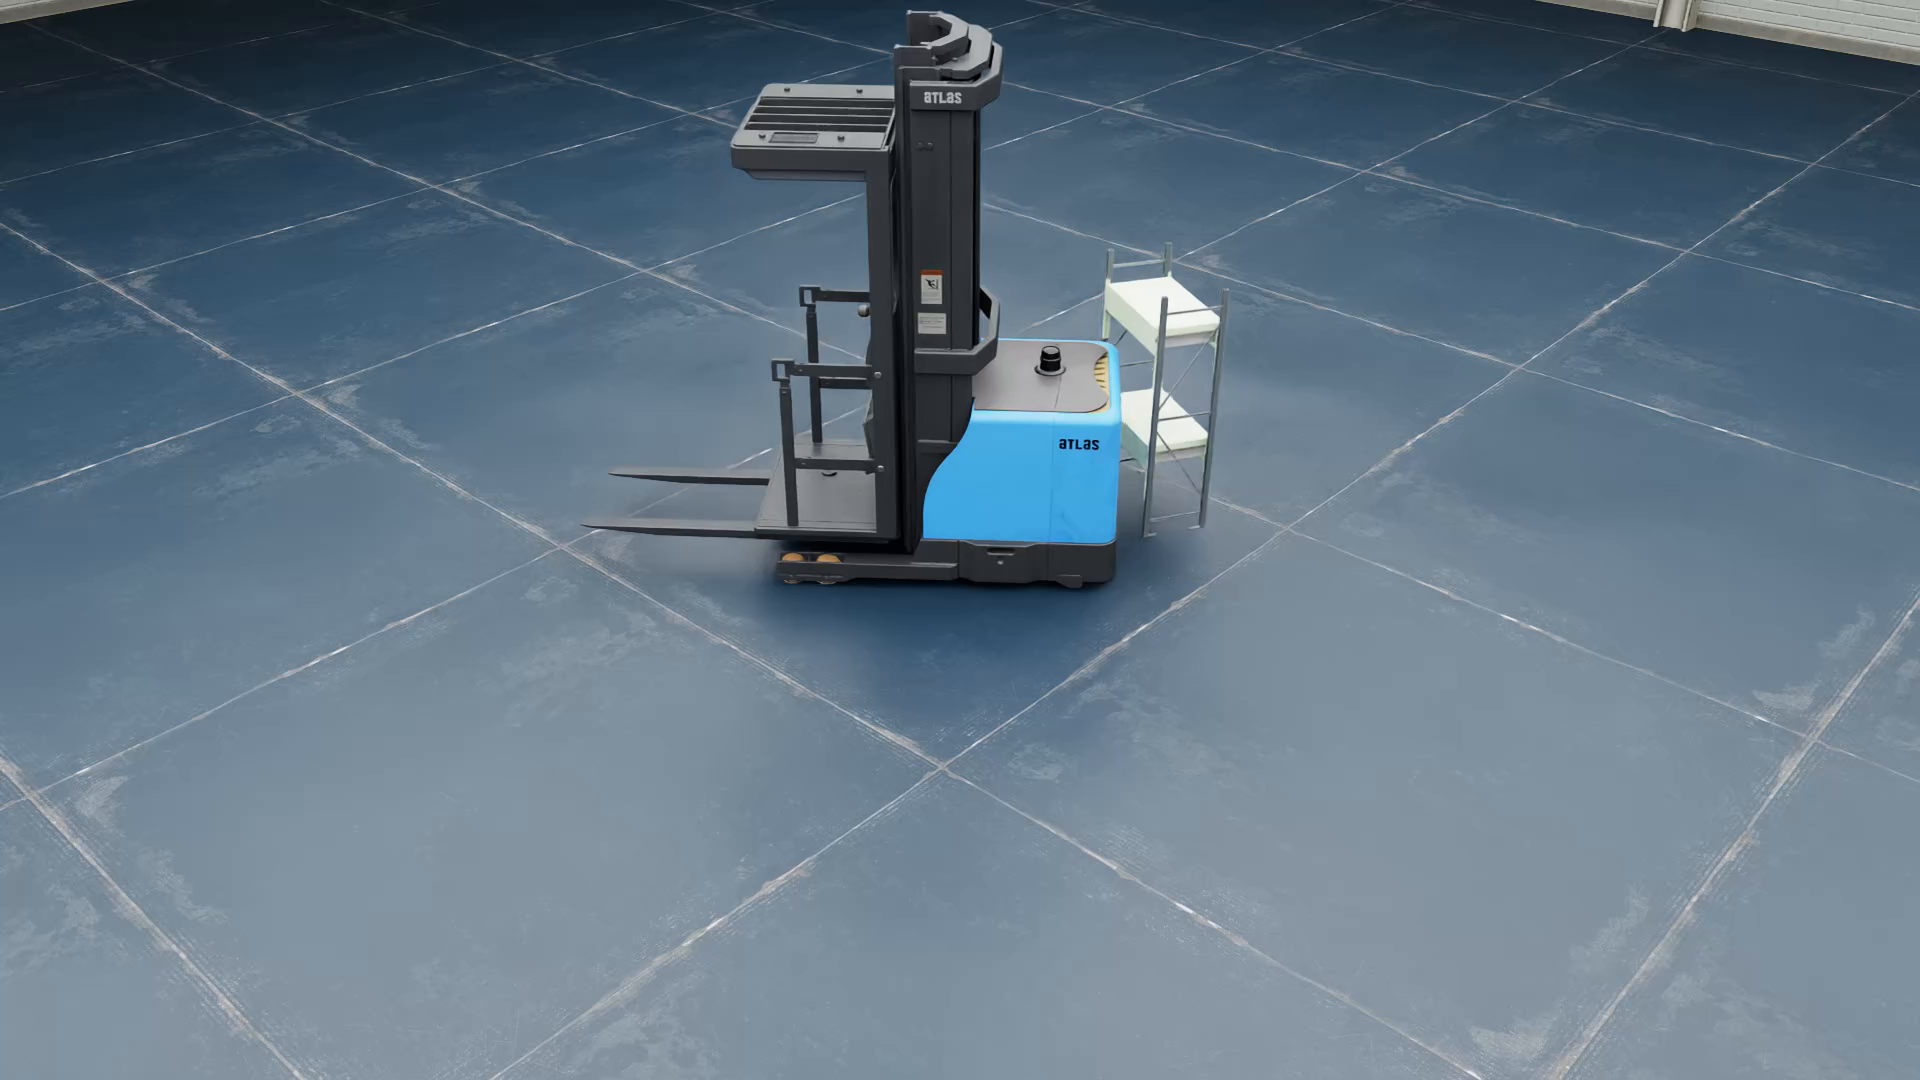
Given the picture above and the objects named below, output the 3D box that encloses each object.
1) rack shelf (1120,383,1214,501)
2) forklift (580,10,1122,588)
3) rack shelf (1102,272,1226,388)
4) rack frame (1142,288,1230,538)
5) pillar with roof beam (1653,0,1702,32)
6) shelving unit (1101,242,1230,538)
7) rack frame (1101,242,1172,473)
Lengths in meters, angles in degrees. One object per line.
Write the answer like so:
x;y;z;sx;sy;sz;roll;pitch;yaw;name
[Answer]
1.141;-0.591;9.847;0.431;0.370;0.720;-9;32;-17;rack shelf
-0.621;-1.276;8.972;3.031;2.935;1.130;2;31;3;forklift
1.152;-1.207;9.481;0.431;0.370;0.720;-9;32;-17;rack shelf
1.265;-0.693;9.384;0.400;1.500;0.023;-9;32;-17;rack frame
5.661;-8.356;14.850;0.400;9.000;9.100;25;39;35;pillar with roof beam
1.146;-0.871;9.680;0.431;1.500;0.755;-9;32;-17;shelving unit
1.026;-1.050;9.977;0.400;1.500;0.023;-9;32;-17;rack frame
